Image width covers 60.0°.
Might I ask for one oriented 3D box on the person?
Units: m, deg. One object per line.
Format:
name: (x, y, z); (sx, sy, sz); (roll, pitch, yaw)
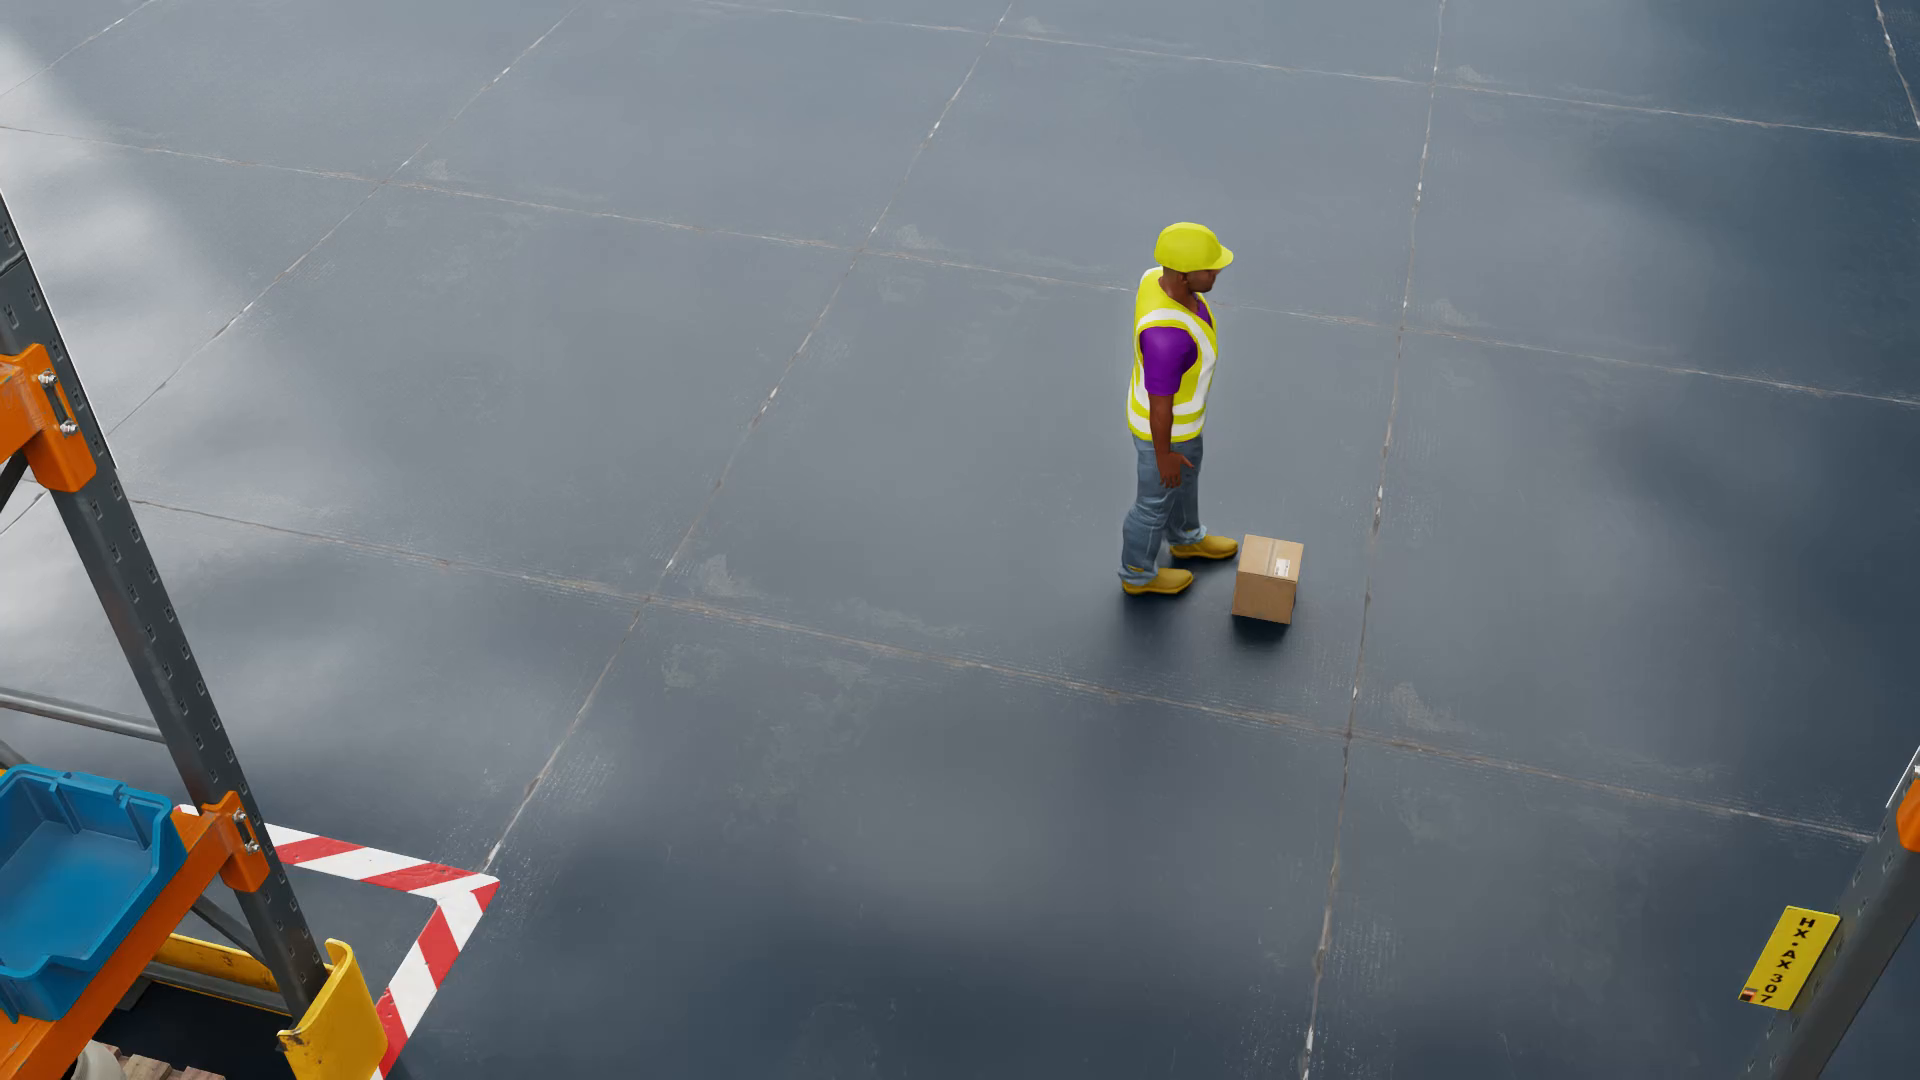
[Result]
person: (0.945, -0.491, 6.696); (0.548, 1.774, 0.583); (4, 41, 5)
